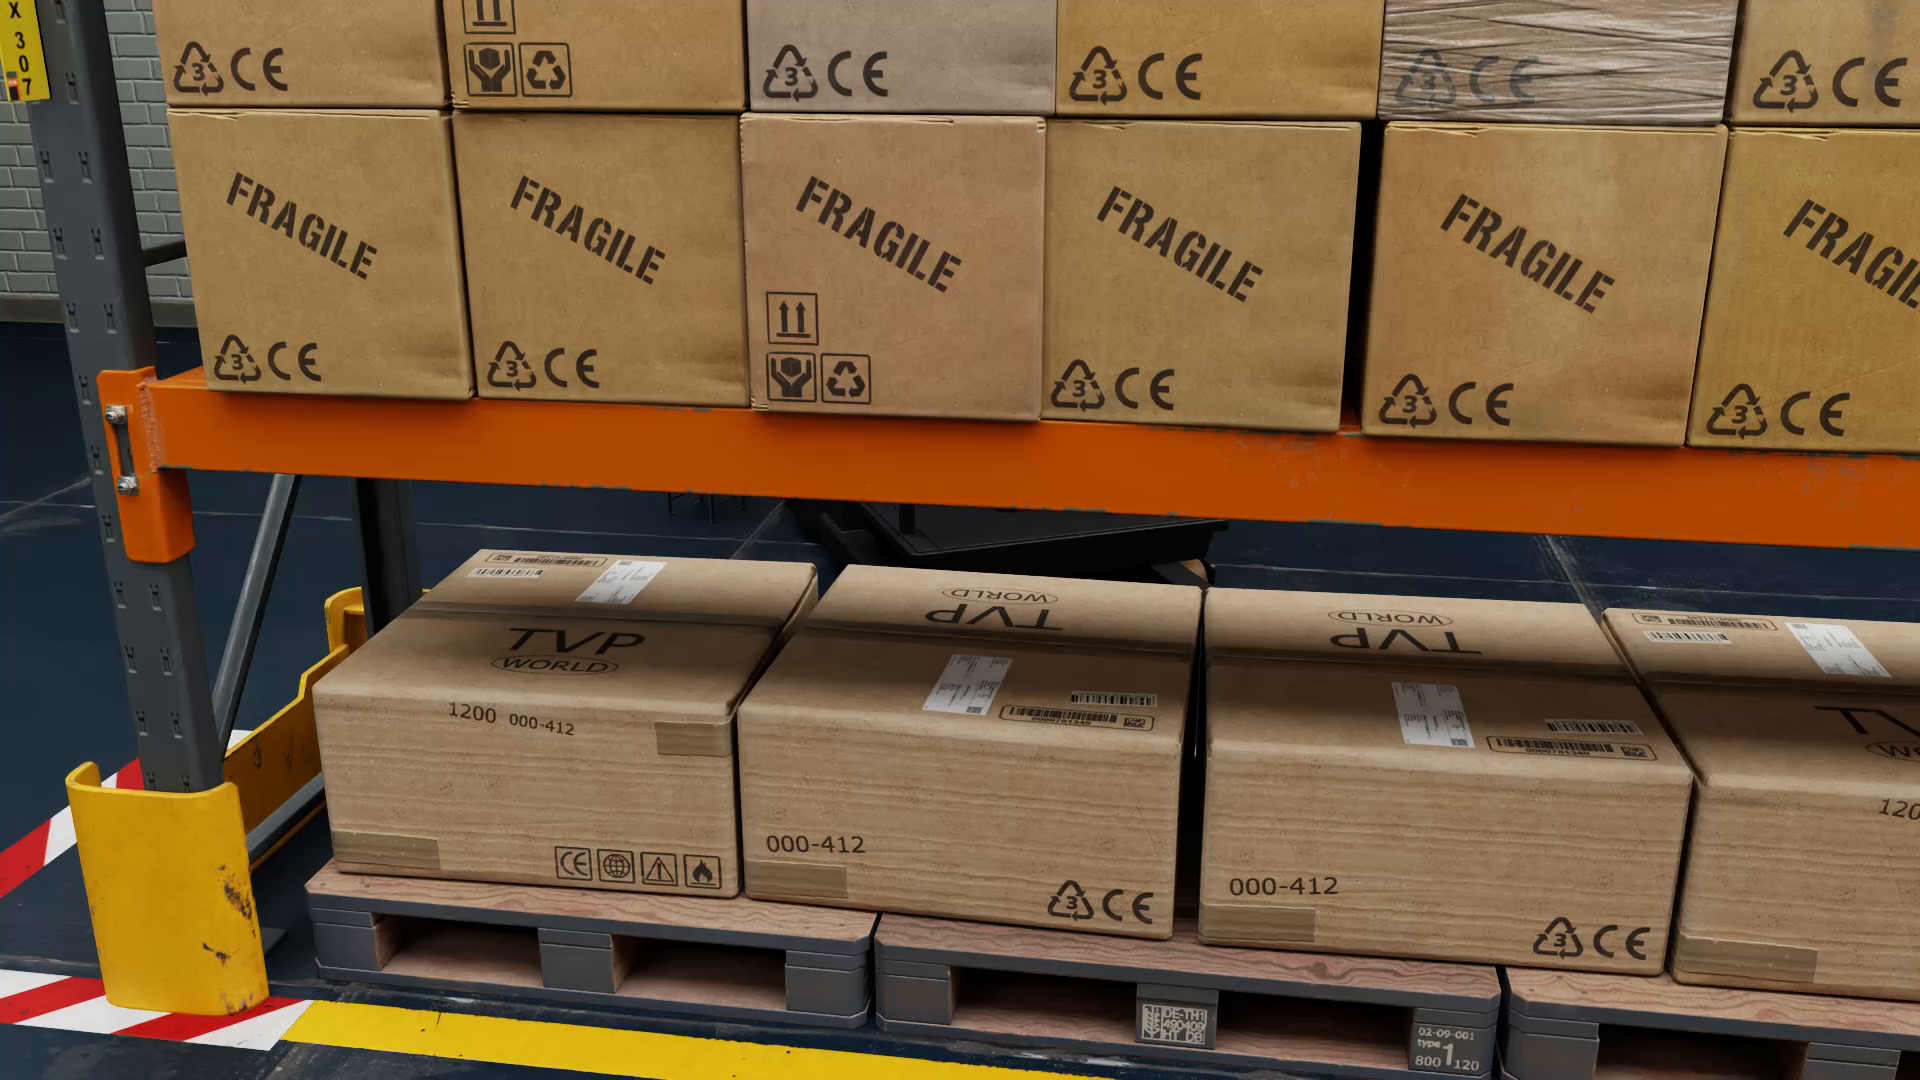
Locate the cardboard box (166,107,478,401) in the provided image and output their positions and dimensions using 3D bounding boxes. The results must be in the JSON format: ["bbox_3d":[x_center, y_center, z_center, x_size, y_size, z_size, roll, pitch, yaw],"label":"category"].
[{"bbox_3d":[-1.078,-0.570,3.121,0.500,0.500,0.500,3,19,8],"label":"cardboard box"}]

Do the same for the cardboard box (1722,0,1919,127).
[{"bbox_3d":[1.433,-0.922,2.598,0.500,0.500,0.500,3,19,8],"label":"cardboard box"}]

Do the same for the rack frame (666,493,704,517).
[{"bbox_3d":[-1.102,-0.554,6.541,0.006,0.900,0.240,9,20,25],"label":"rack frame"}]

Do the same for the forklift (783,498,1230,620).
[{"bbox_3d":[0.210,-1.203,5.281,1.130,2.935,3.031,-6,20,-19],"label":"forklift"}]

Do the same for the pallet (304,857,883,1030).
[{"bbox_3d":[-0.705,0.702,3.873,1.213,0.211,1.003,3,19,9],"label":"pallet"}]

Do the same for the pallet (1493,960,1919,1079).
[{"bbox_3d":[1.704,0.825,3.506,1.213,0.211,1.003,3,19,9],"label":"pallet"}]

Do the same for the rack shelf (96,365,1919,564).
[{"bbox_3d":[0.468,-0.195,3.291,4.000,0.370,1.077,3,19,9],"label":"rack shelf"}]

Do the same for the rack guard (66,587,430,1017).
[{"bbox_3d":[-1.530,0.548,3.878,0.348,0.500,1.175,3,19,9],"label":"rack guard"}]

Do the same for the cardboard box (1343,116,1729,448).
[{"bbox_3d":[0.937,-0.471,2.825,0.500,0.500,0.500,3,19,8],"label":"cardboard box"}]

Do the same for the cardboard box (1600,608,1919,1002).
[{"bbox_3d":[1.840,0.516,3.411,0.875,0.438,0.875,3,19,8],"label":"cardboard box"}]

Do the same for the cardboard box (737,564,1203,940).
[{"bbox_3d":[0.066,0.425,3.682,0.875,0.438,0.875,3,19,10],"label":"cardboard box"}]

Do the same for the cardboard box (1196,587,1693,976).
[{"bbox_3d":[0.956,0.471,3.545,0.875,0.438,0.875,2,19,7],"label":"cardboard box"}]

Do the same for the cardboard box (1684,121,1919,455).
[{"bbox_3d":[1.435,-0.450,2.763,0.500,0.500,0.500,2,19,7],"label":"cardboard box"}]

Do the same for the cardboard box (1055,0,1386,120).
[{"bbox_3d":[0.436,-0.972,2.749,0.500,0.500,0.500,3,19,9],"label":"cardboard box"}]

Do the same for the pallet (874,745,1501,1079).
[{"bbox_3d":[0.496,0.764,3.687,1.213,0.211,1.003,3,19,9],"label":"pallet"}]

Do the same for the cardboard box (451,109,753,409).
[{"bbox_3d":[-0.574,-0.553,3.071,0.500,0.500,0.500,3,19,8],"label":"cardboard box"}]

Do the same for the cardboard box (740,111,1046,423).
[{"bbox_3d":[-0.075,-0.522,2.977,0.500,0.500,0.500,3,19,8],"label":"cardboard box"}]

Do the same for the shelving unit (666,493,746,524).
[{"bbox_3d":[-1.010,-0.540,6.498,0.210,0.900,0.258,9,20,25],"label":"shelving unit"}]

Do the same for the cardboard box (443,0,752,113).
[{"bbox_3d":[-0.567,-1.021,2.893,0.500,0.500,0.500,2,19,7],"label":"cardboard box"}]

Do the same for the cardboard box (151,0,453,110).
[{"bbox_3d":[-1.078,-1.045,2.964,0.500,0.500,0.500,3,19,7],"label":"cardboard box"}]

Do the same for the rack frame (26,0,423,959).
[{"bbox_3d":[-1.507,-0.636,3.478,0.127,3.000,1.000,3,19,9],"label":"rack frame"}]

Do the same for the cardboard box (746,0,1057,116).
[{"bbox_3d":[-0.057,-0.997,2.823,0.500,0.500,0.500,3,19,8],"label":"cardboard box"}]

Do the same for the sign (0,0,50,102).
[{"bbox_3d":[-1.600,-0.911,2.809,0.005,0.325,0.100,3,19,9],"label":"sign"}]

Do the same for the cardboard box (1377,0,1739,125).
[{"bbox_3d":[0.929,-0.945,2.666,0.500,0.500,0.500,3,19,9],"label":"cardboard box"}]

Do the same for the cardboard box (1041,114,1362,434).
[{"bbox_3d":[0.422,-0.502,2.918,0.500,0.500,0.500,4,19,10],"label":"cardboard box"}]

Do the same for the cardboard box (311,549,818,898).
[{"bbox_3d":[-0.839,0.381,3.812,0.875,0.438,0.875,2,19,7],"label":"cardboard box"}]

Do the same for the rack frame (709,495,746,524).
[{"bbox_3d":[-0.919,-0.525,6.455,0.006,0.900,0.240,9,20,25],"label":"rack frame"}]
